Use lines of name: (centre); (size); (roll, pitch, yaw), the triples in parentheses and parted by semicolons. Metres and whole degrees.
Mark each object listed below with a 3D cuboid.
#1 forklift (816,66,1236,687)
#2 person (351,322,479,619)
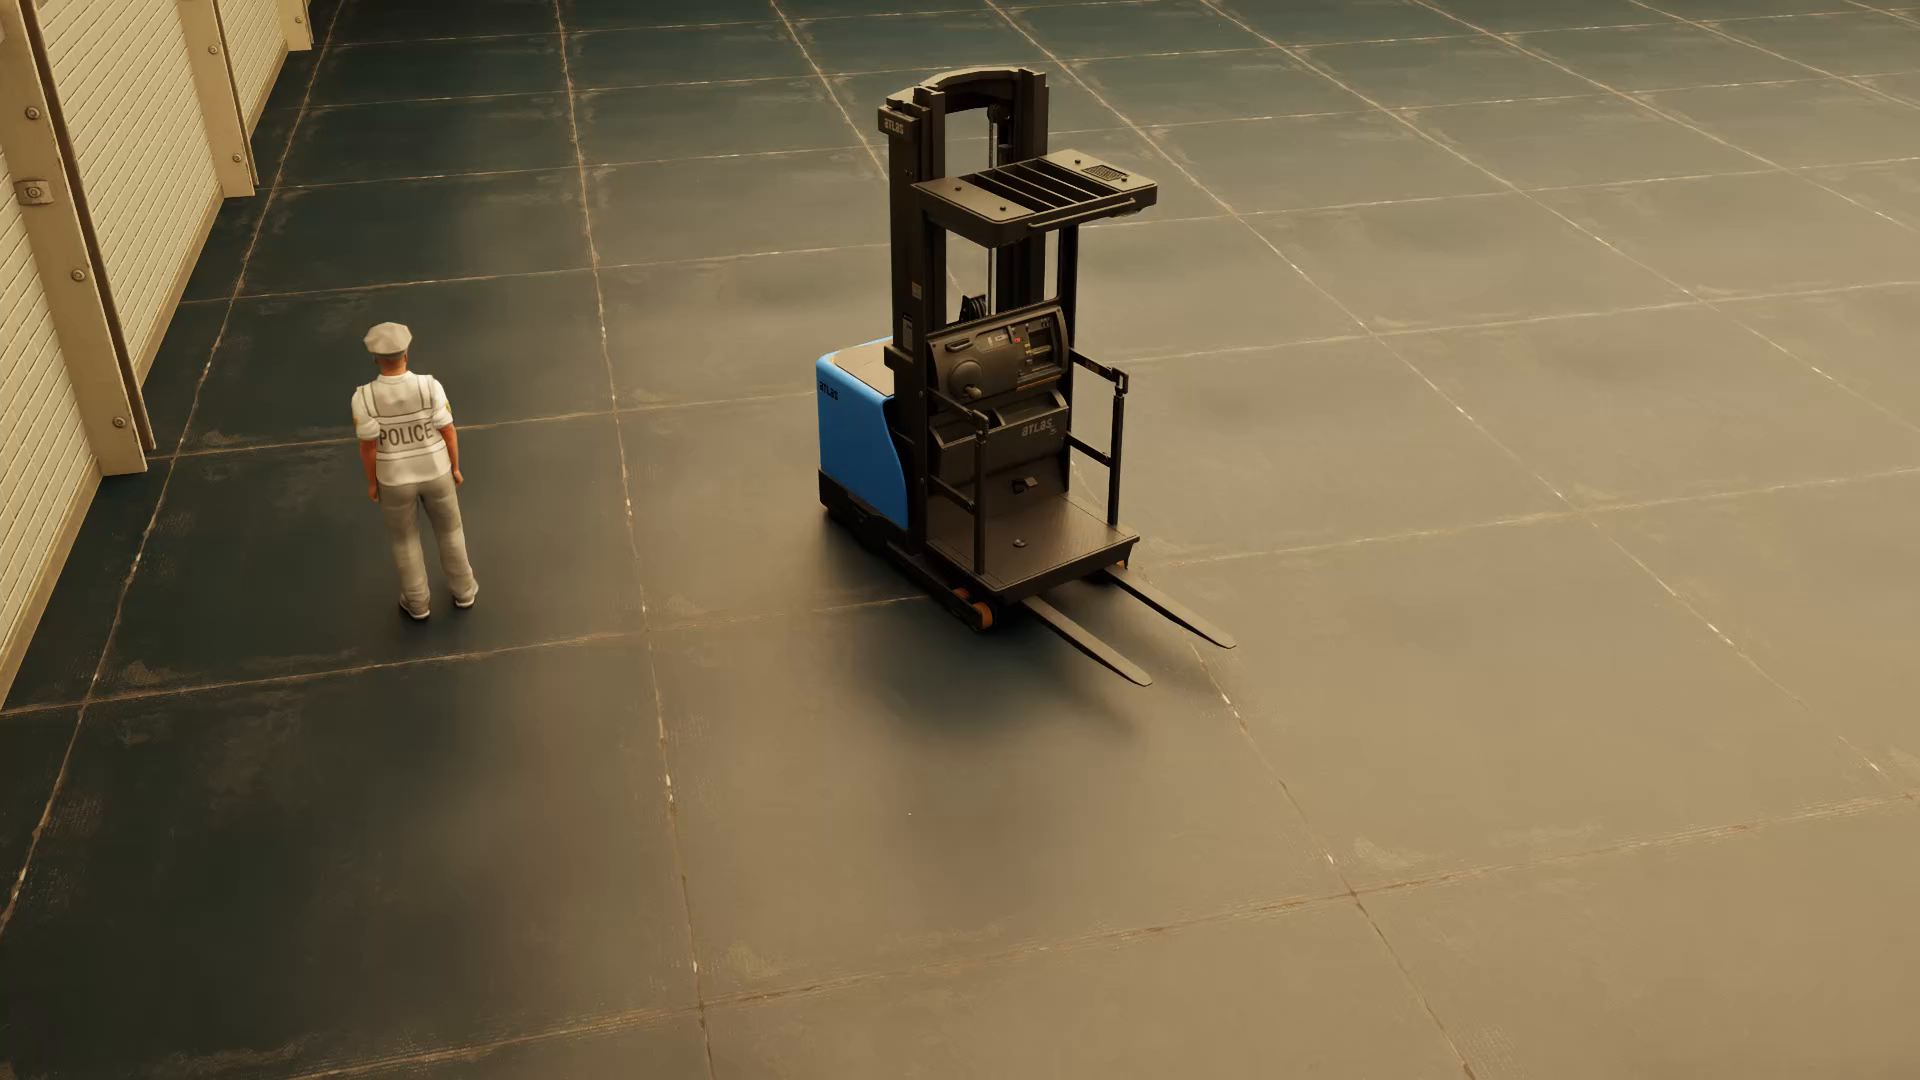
forklift: (0.355, -1.021, 9.338); (1.130, 2.935, 3.031); (-20, 35, -30)
person: (-3.091, -0.384, 9.396); (0.524, 1.773, 0.396); (-12, 32, -20)
